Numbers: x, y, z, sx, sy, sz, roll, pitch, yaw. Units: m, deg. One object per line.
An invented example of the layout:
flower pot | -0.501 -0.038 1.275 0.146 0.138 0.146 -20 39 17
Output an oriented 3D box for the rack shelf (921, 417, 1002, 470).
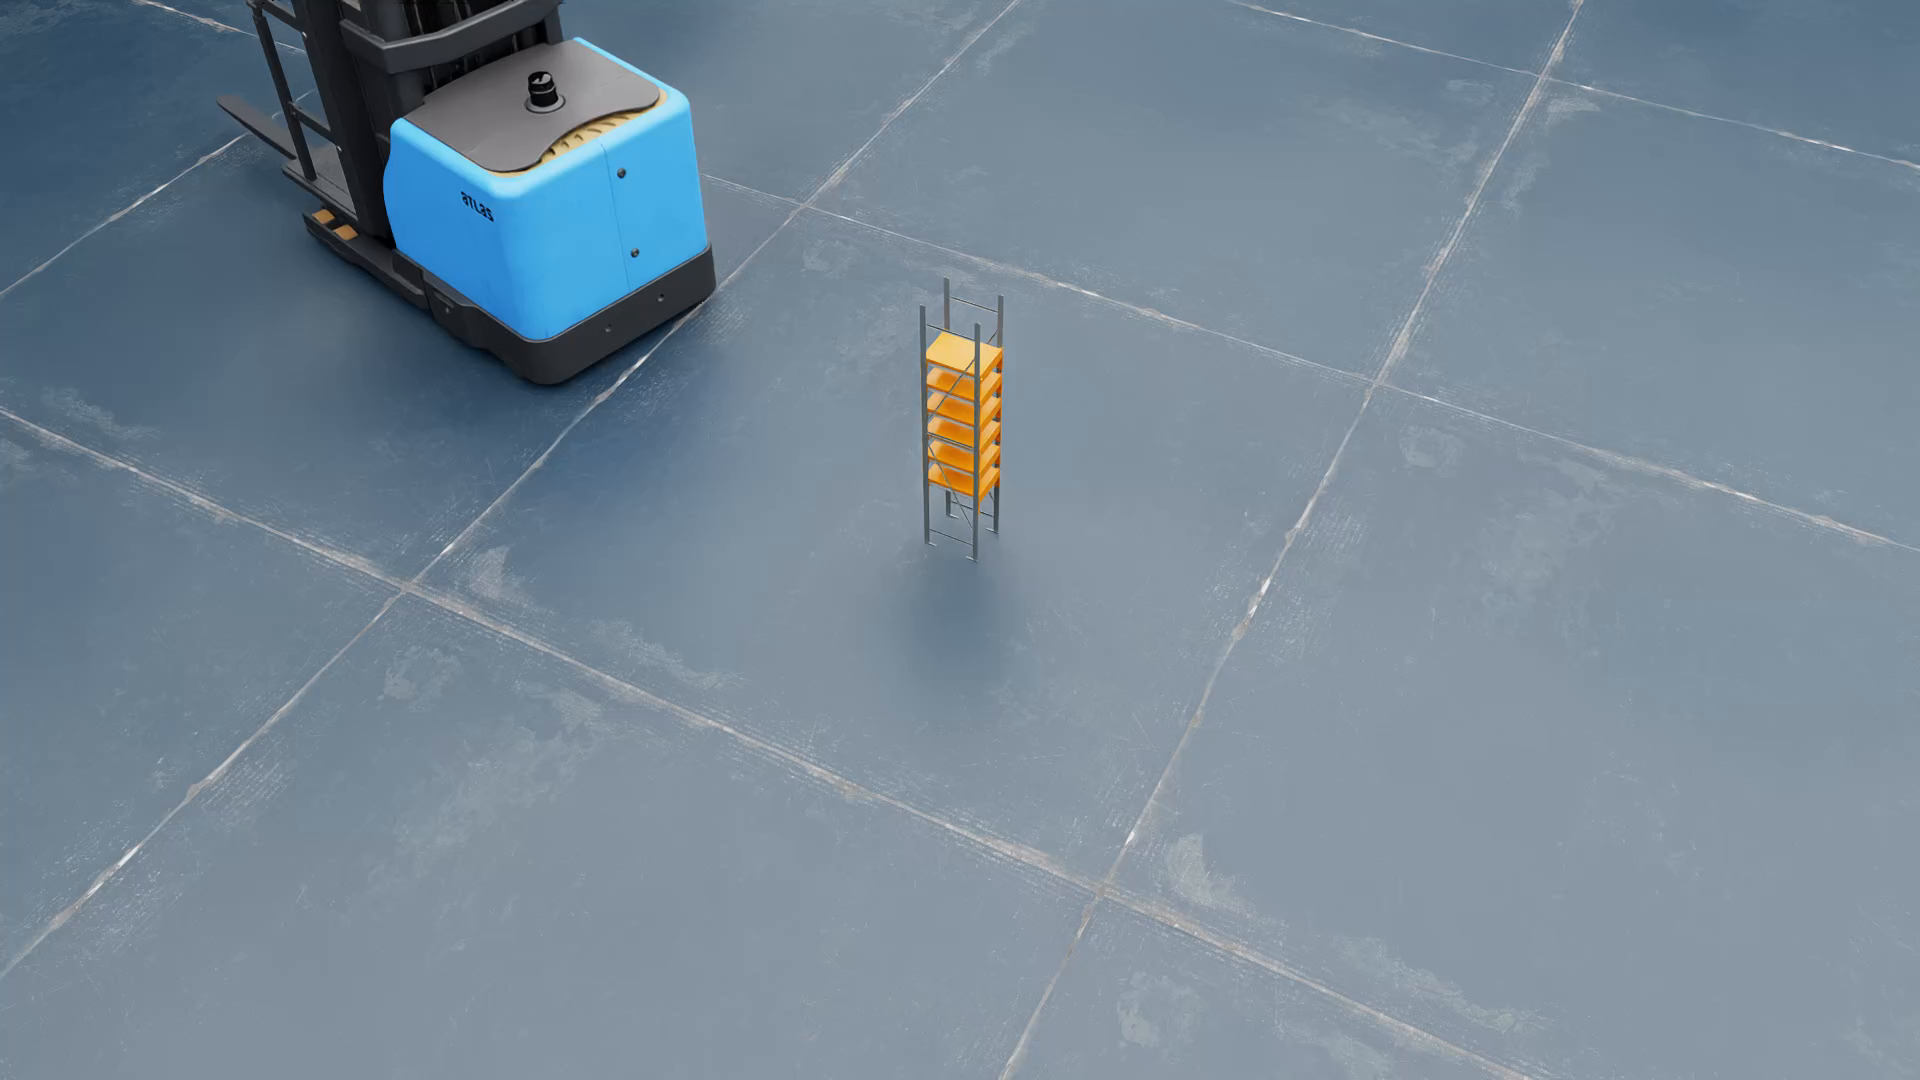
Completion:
rack shelf | 0.007 -0.400 6.364 0.258 0.103 0.180 20 49 19

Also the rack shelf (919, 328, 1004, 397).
rack shelf | 0.007 -0.653 6.108 0.258 0.103 0.180 20 49 19

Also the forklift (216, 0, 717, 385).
forklift | -2.571 -2.637 7.295 3.031 2.935 1.130 33 54 28

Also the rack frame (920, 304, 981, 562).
rack frame | -0.036 -0.373 6.275 0.240 1.200 0.006 20 49 19

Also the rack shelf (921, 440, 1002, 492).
rack shelf | 0.007 -0.315 6.449 0.258 0.103 0.180 20 49 19

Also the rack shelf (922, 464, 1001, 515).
rack shelf | 0.007 -0.231 6.535 0.258 0.103 0.180 20 49 19

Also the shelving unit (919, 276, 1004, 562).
shelving unit | 0.007 -0.431 6.332 0.258 1.200 0.189 20 49 19

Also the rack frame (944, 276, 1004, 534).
rack frame | 0.049 -0.489 6.389 0.240 1.200 0.006 20 49 19

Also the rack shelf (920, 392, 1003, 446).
rack shelf | 0.007 -0.484 6.279 0.258 0.103 0.180 20 49 19

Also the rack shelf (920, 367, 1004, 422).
rack shelf | 0.007 -0.568 6.193 0.258 0.103 0.180 20 49 19
